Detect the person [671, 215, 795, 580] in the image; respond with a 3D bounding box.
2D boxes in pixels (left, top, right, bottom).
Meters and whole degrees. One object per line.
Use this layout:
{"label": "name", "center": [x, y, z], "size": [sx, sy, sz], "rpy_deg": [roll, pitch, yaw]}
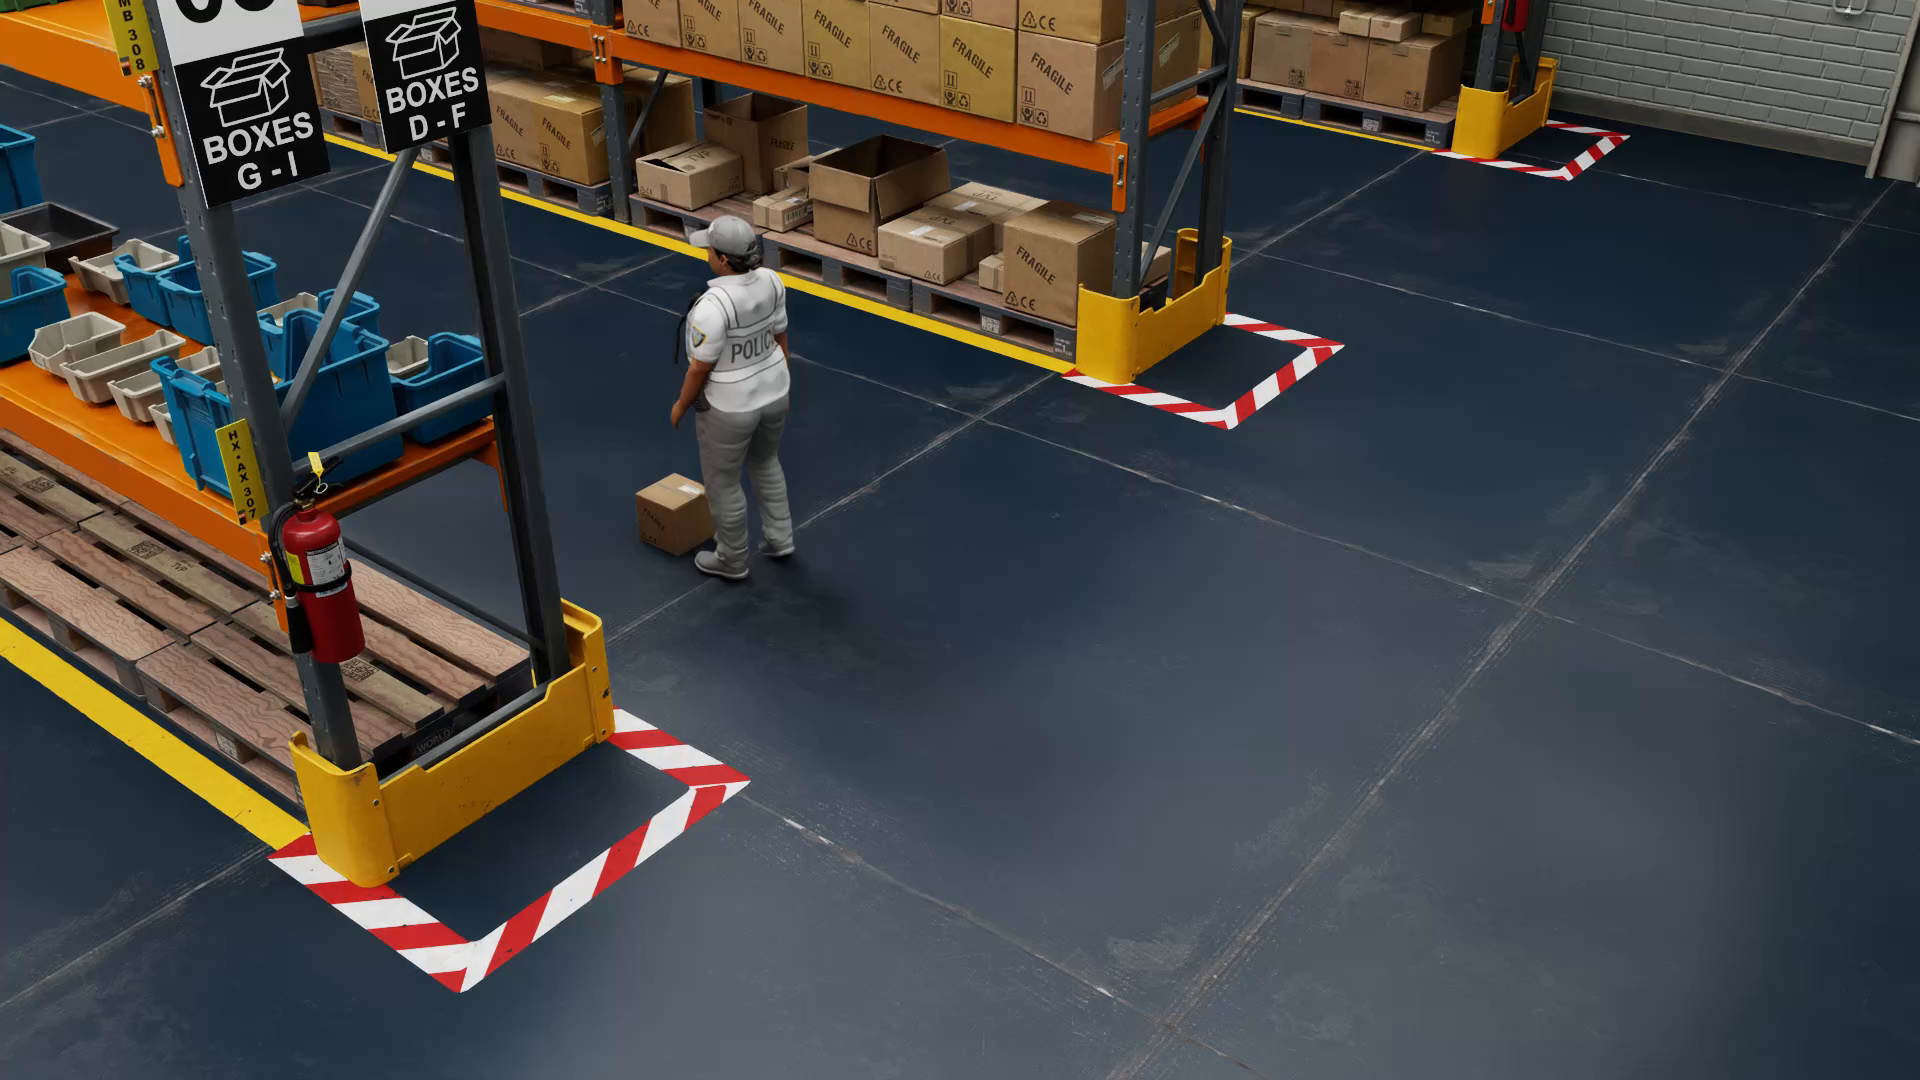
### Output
{"label": "person", "center": [-0.963, -0.569, 7.105], "size": [0.436, 1.725, 0.528], "rpy_deg": [21, 37, 31]}
